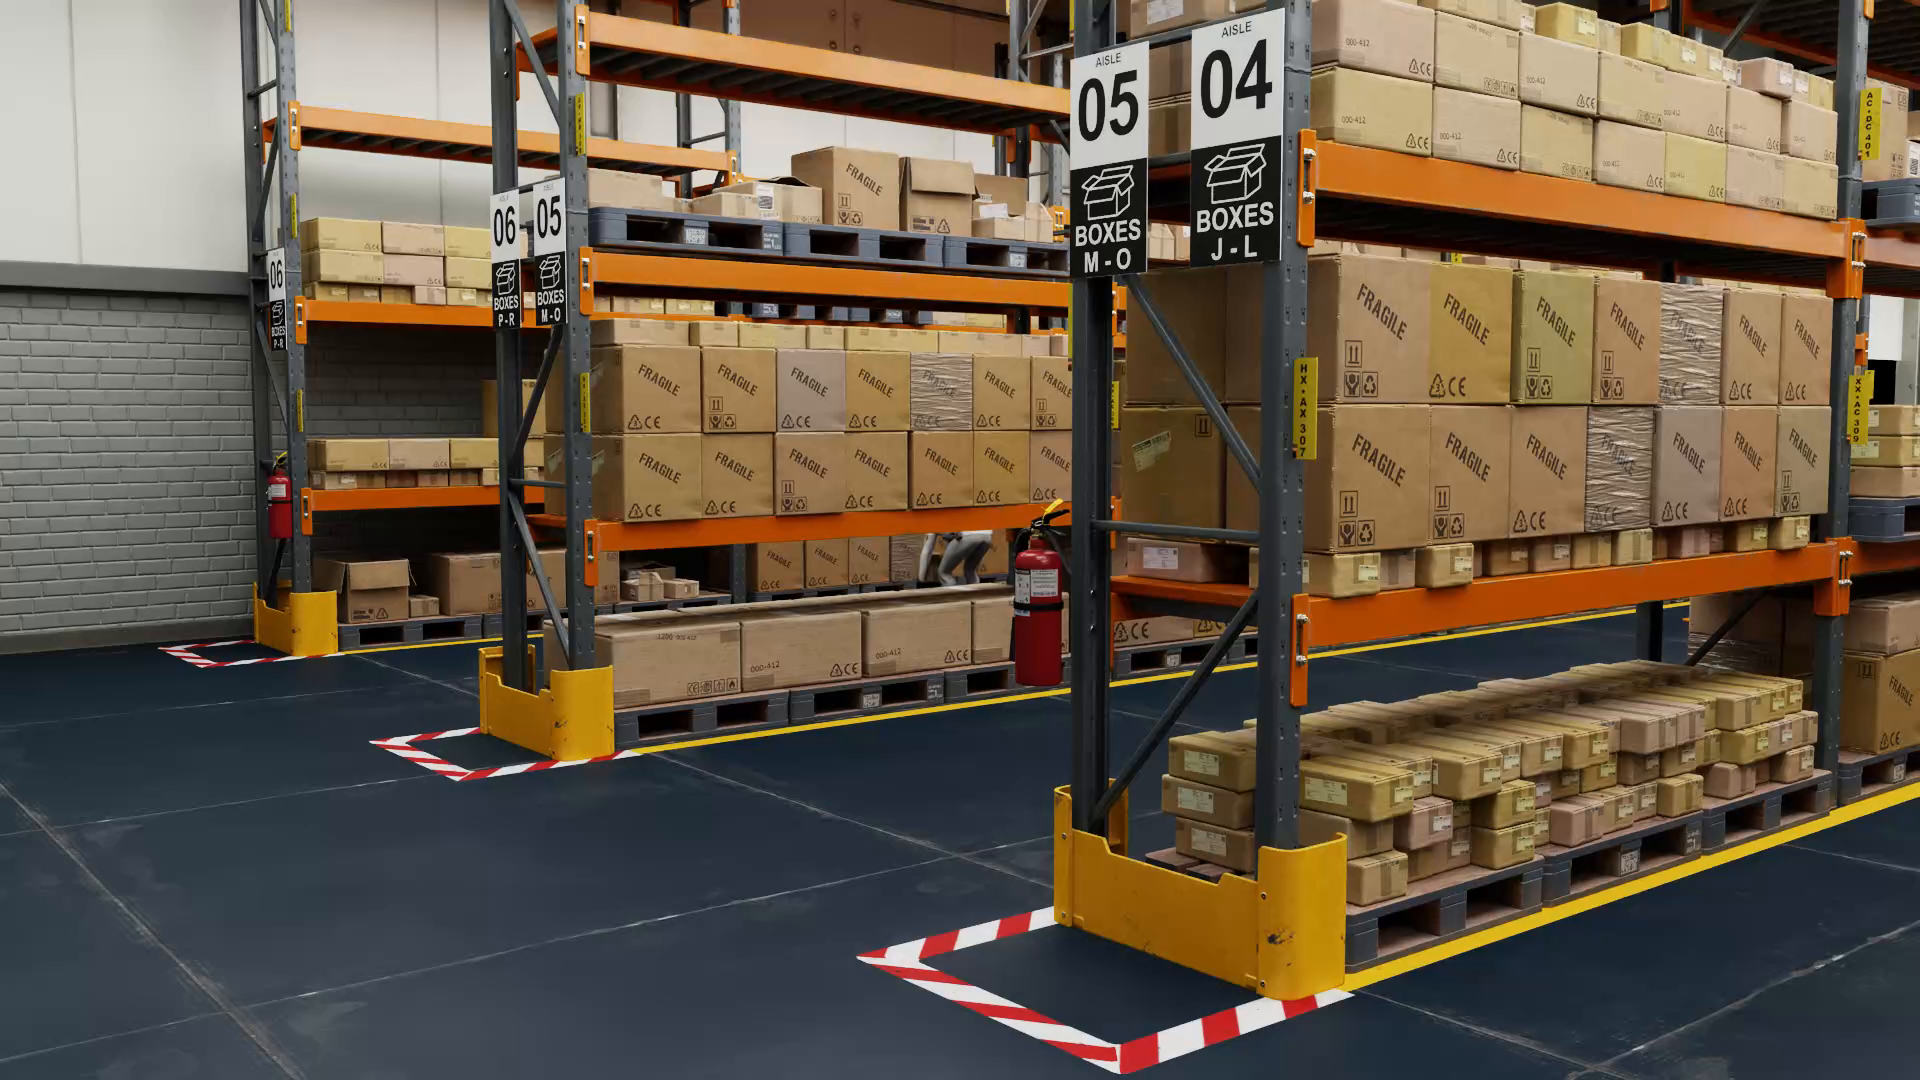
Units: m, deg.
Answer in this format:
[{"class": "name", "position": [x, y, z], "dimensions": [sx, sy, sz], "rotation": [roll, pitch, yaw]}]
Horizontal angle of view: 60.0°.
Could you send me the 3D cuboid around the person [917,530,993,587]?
[{"class": "person", "position": [3.941, -0.307, 14.686], "dimensions": [5.277, 2.202, 7.482], "rotation": [-4, 6, -41]}]
